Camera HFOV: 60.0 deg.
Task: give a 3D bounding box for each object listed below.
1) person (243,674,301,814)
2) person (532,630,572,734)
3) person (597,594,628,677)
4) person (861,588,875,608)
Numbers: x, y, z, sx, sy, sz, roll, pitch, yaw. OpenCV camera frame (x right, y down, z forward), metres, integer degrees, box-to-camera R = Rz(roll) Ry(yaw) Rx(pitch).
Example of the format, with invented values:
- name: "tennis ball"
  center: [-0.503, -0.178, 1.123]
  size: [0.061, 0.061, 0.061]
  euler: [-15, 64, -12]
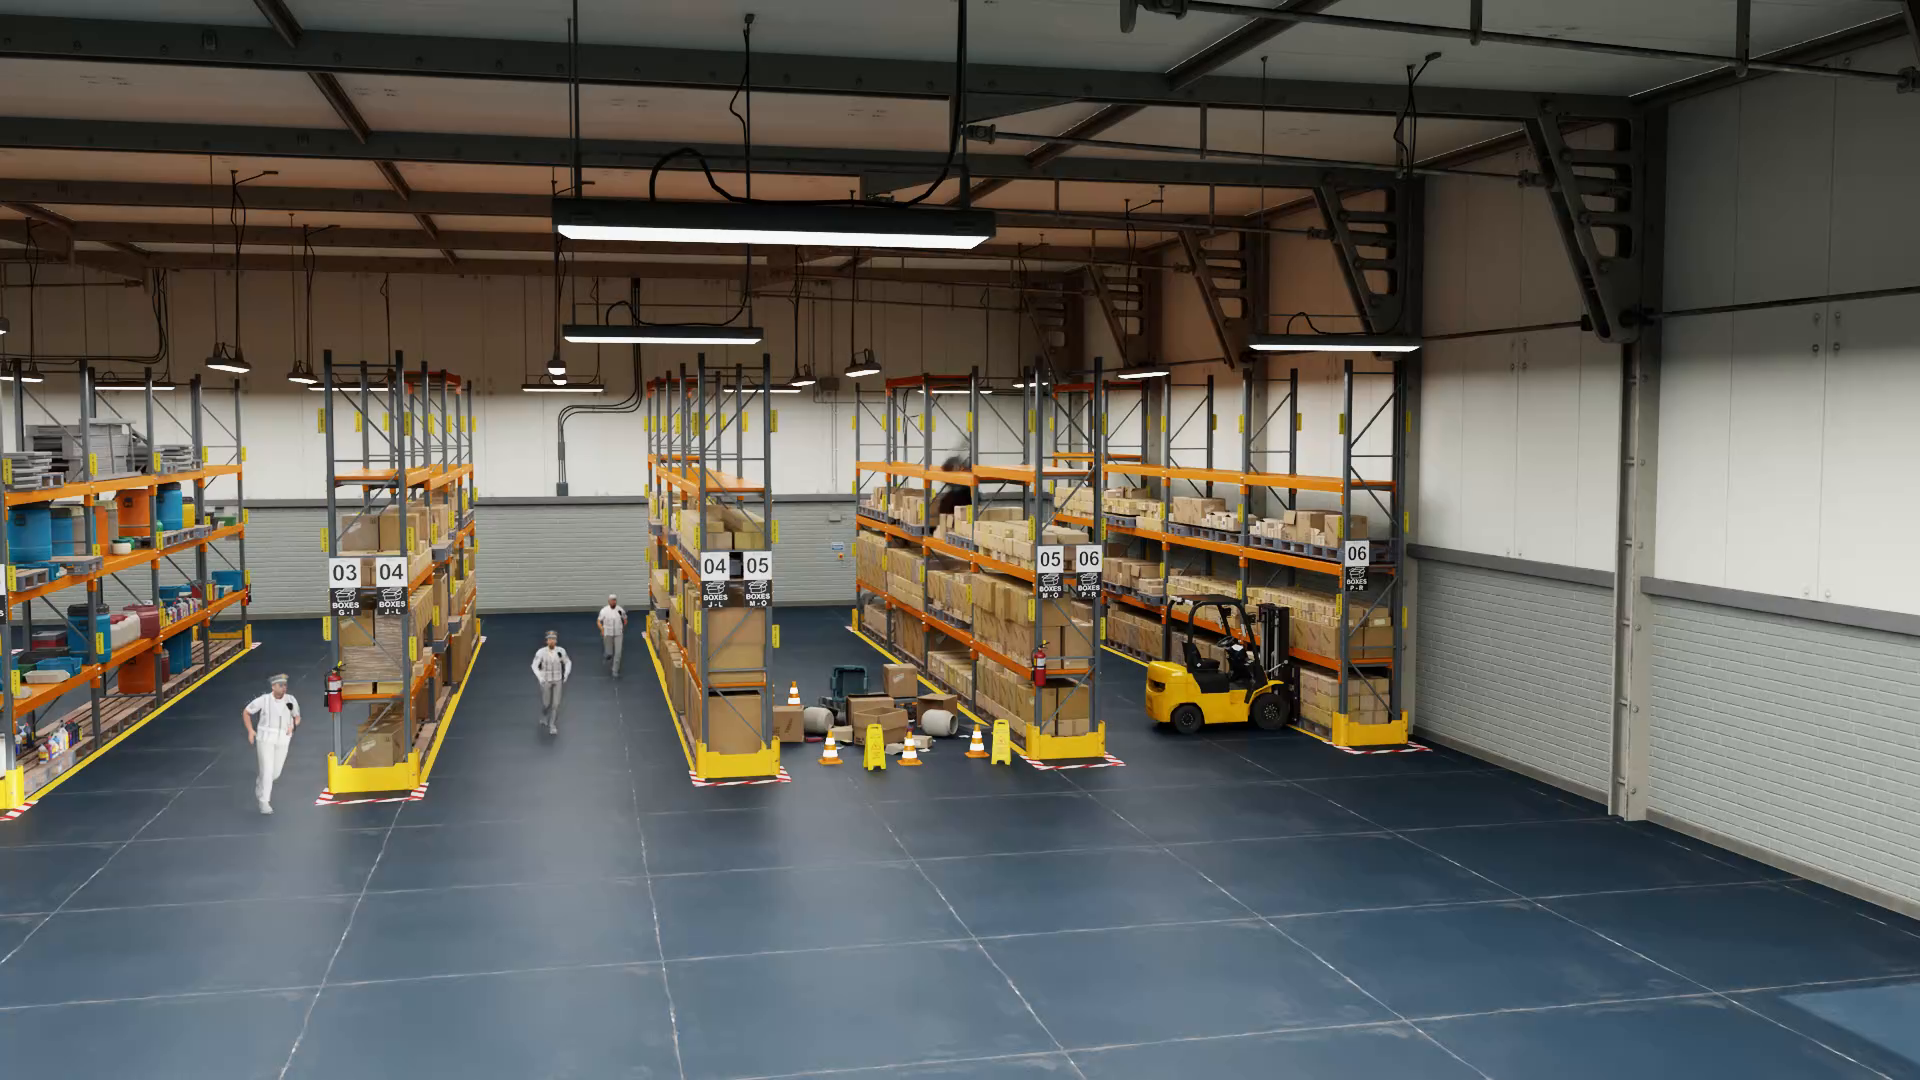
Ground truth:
- name: "person"
  center: [-8.988, 2.635, 21.801]
  size: [0.703, 1.769, 0.830]
  euler: [-4, 5, -42]
- name: "person"
  center: [-6.645, 2.294, 27.113]
  size: [0.642, 1.675, 0.541]
  euler: [-2, 4, -22]
- name: "person"
  center: [-6.926, 1.892, 33.205]
  size: [0.609, 1.628, 0.584]
  euler: [-1, 4, -21]
- name: "person"
  center: [-2.298, 1.234, 41.775]
  size: [0.611, 1.710, 0.761]
  euler: [-1, 4, -8]
